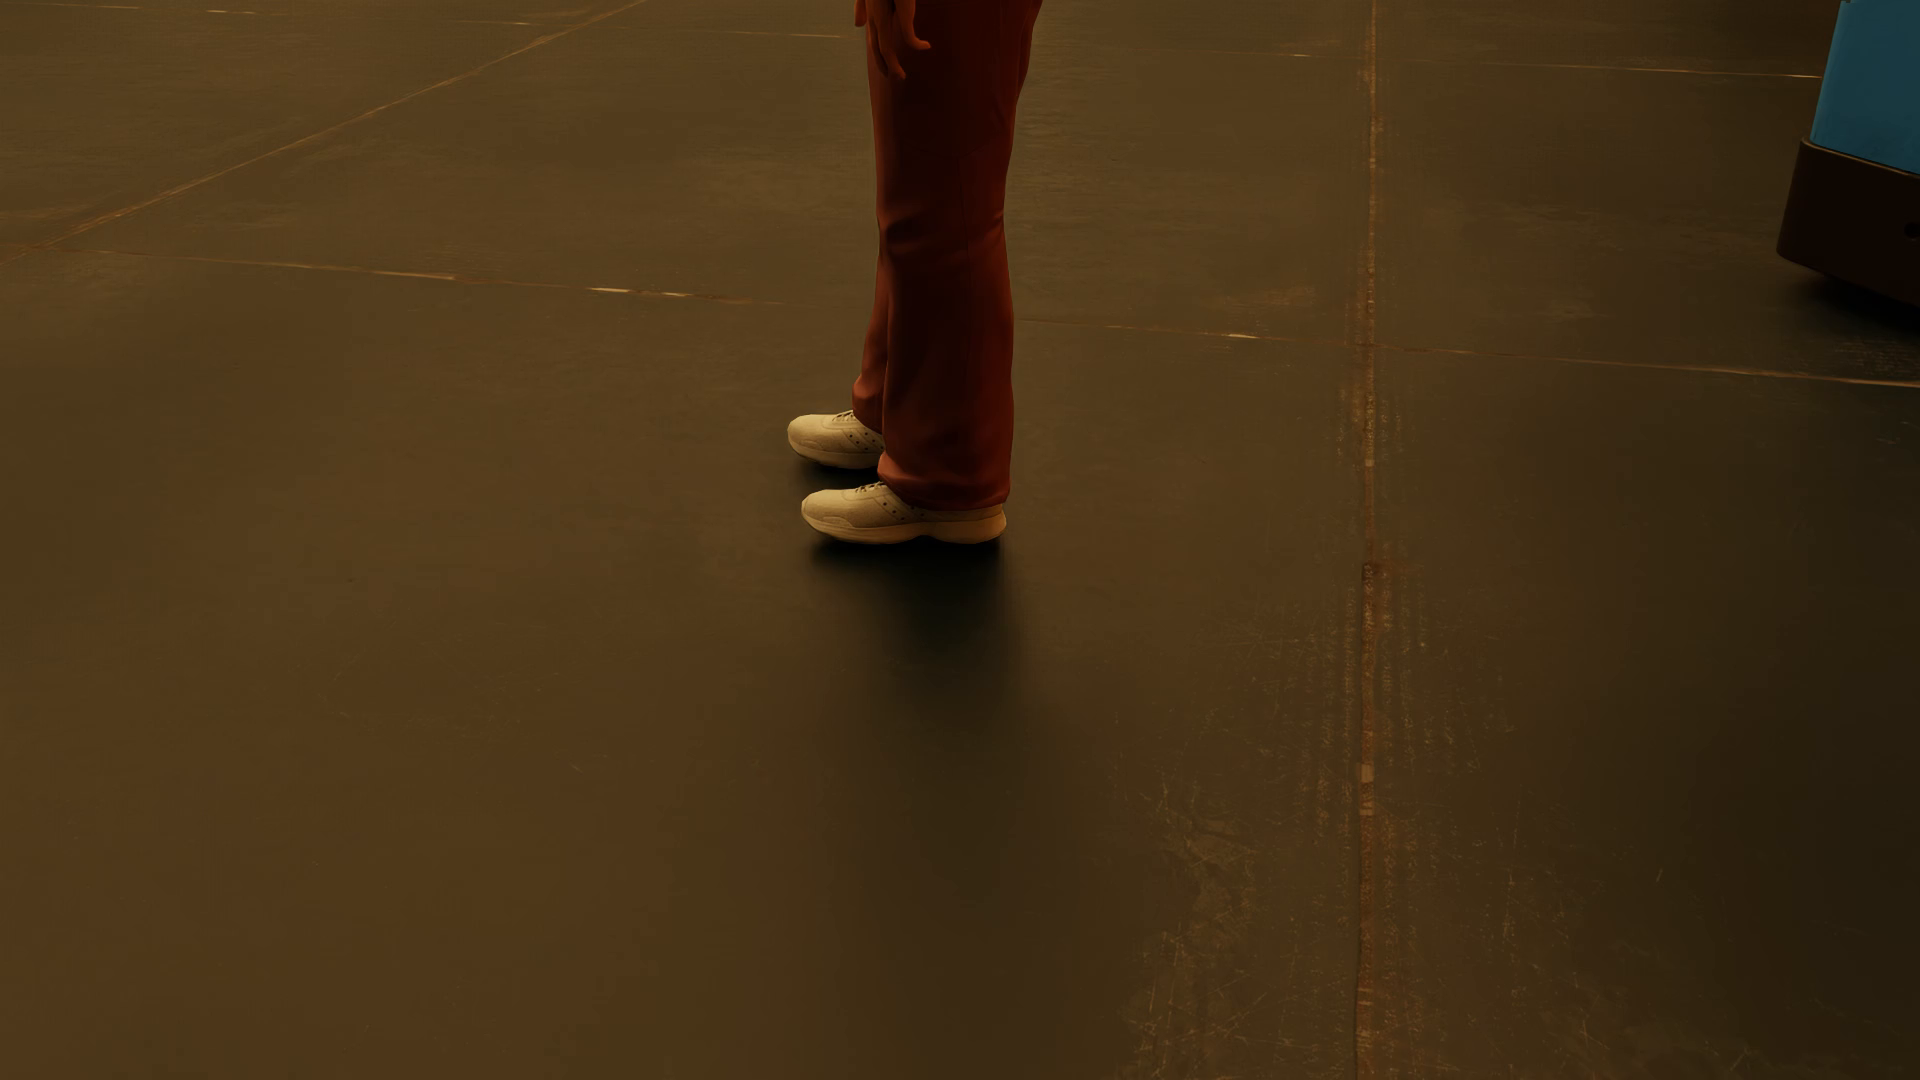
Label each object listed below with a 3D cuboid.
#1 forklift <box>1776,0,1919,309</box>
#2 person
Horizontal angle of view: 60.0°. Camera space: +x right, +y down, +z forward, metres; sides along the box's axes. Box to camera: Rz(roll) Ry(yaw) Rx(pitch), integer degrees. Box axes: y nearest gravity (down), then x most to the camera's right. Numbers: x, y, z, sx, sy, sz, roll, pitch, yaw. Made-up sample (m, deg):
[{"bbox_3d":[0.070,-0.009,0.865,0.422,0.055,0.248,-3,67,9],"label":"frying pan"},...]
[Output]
[{"bbox_3d":[3.317,-1.886,2.985,3.031,2.935,1.130,-9,28,-18],"label":"forklift"},{"bbox_3d":[-0.070,-0.767,2.144,0.548,1.673,0.553,6,27,11],"label":"person"}]
